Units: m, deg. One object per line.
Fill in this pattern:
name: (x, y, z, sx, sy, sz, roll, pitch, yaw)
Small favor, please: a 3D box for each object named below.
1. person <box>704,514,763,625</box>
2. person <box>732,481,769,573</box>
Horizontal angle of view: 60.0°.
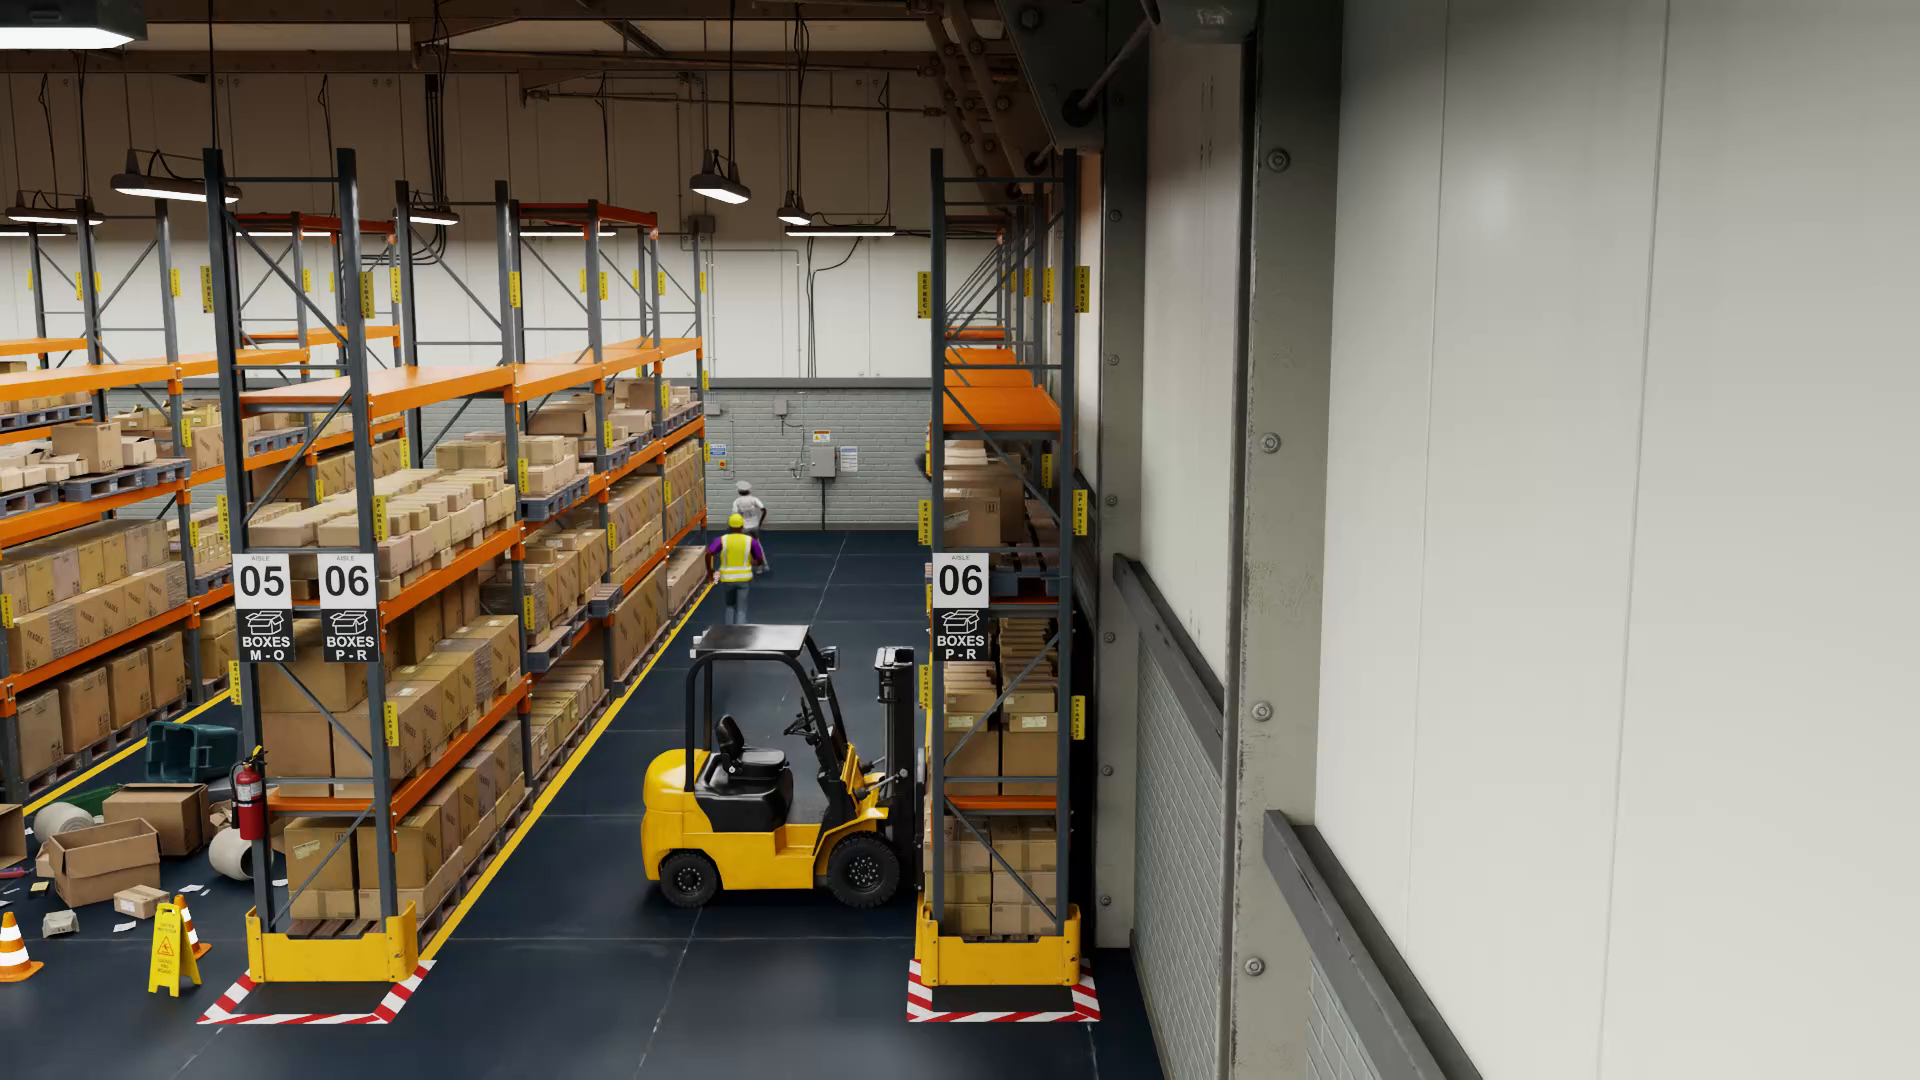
person: (-2.931, 0.582, 21.725, 0.729, 1.871, 0.717, 0, 9, 1)
person: (-3.627, -0.221, 28.747, 0.707, 1.651, 0.561, -4, 10, -22)
